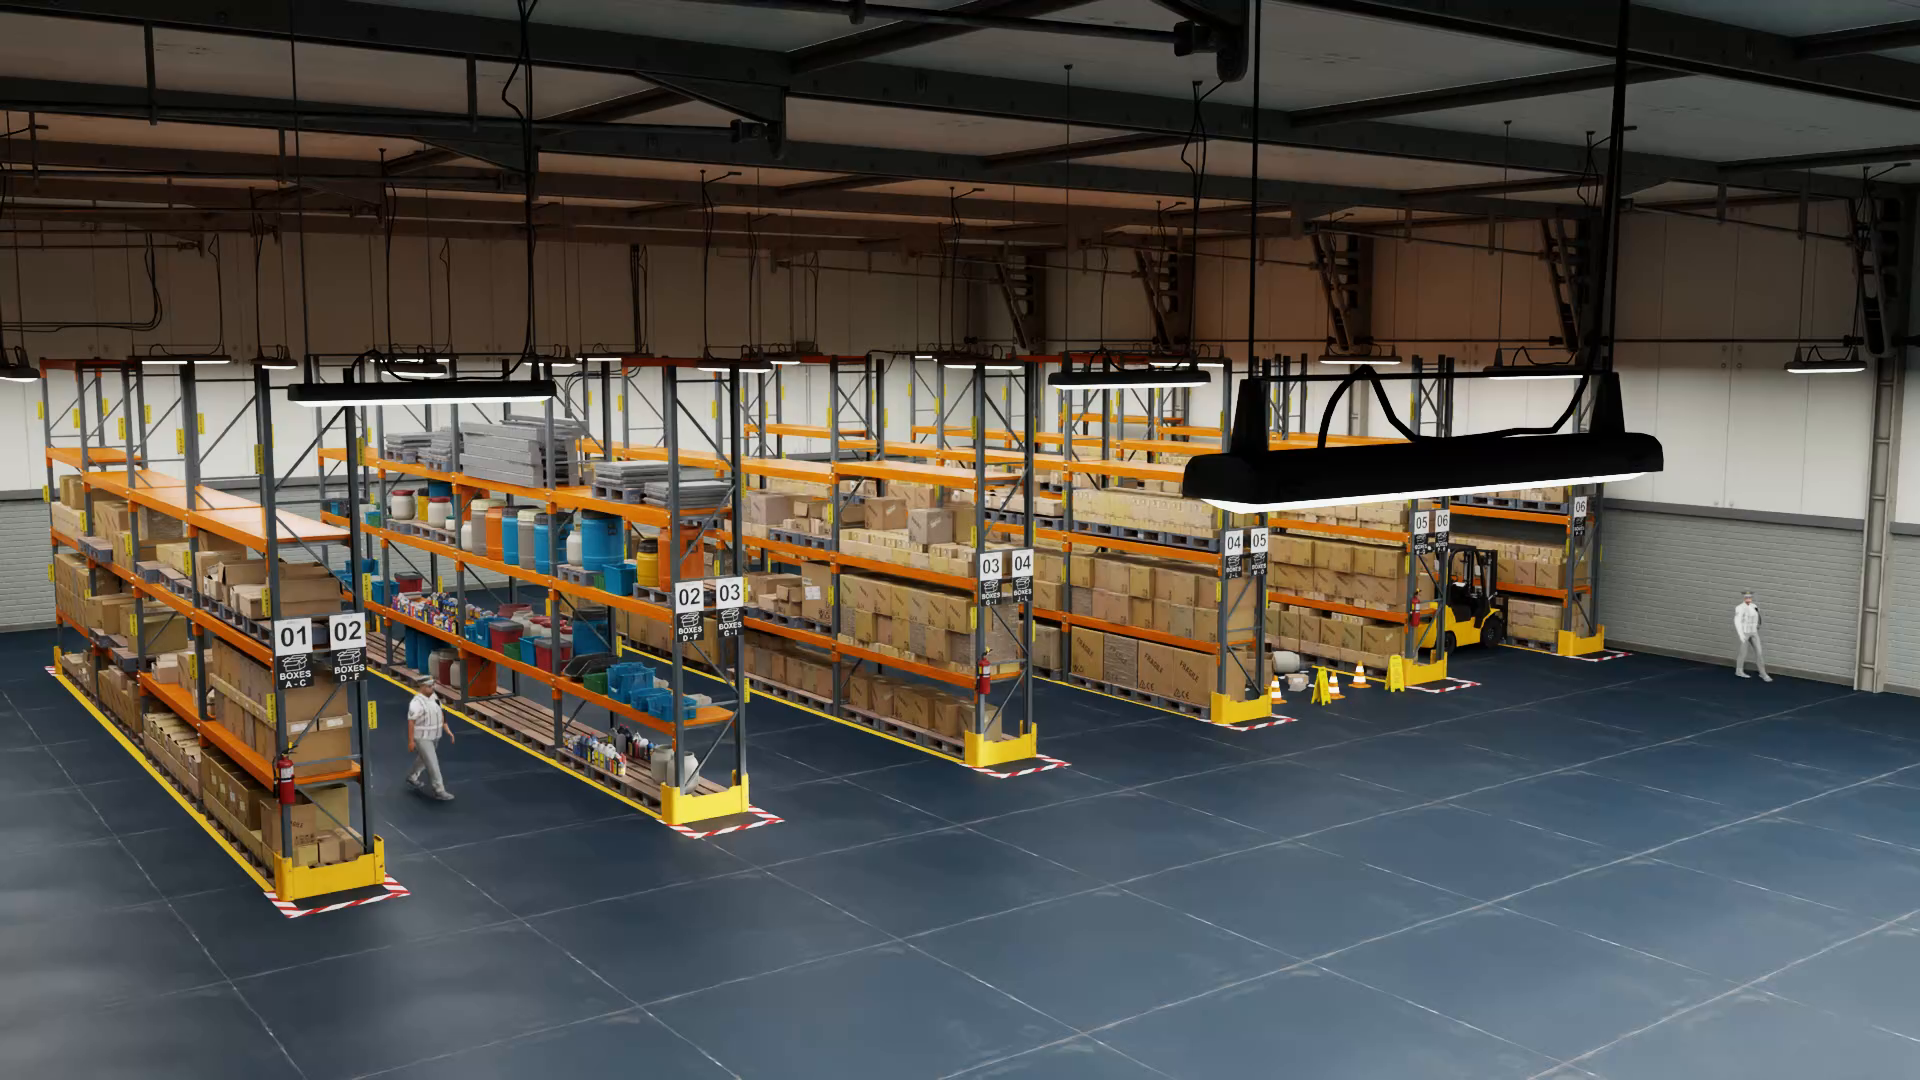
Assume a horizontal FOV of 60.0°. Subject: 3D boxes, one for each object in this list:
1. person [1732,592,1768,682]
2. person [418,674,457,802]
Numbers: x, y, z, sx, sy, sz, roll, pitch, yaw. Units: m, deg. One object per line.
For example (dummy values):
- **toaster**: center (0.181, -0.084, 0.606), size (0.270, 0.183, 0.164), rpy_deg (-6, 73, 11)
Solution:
- **person**: center (14.796, 1.795, 31.149), size (0.604, 1.655, 0.540), rpy_deg (1, 7, 5)
- **person**: center (-7.248, 2.697, 22.938), size (0.849, 1.732, 0.585), rpy_deg (4, 8, 28)
